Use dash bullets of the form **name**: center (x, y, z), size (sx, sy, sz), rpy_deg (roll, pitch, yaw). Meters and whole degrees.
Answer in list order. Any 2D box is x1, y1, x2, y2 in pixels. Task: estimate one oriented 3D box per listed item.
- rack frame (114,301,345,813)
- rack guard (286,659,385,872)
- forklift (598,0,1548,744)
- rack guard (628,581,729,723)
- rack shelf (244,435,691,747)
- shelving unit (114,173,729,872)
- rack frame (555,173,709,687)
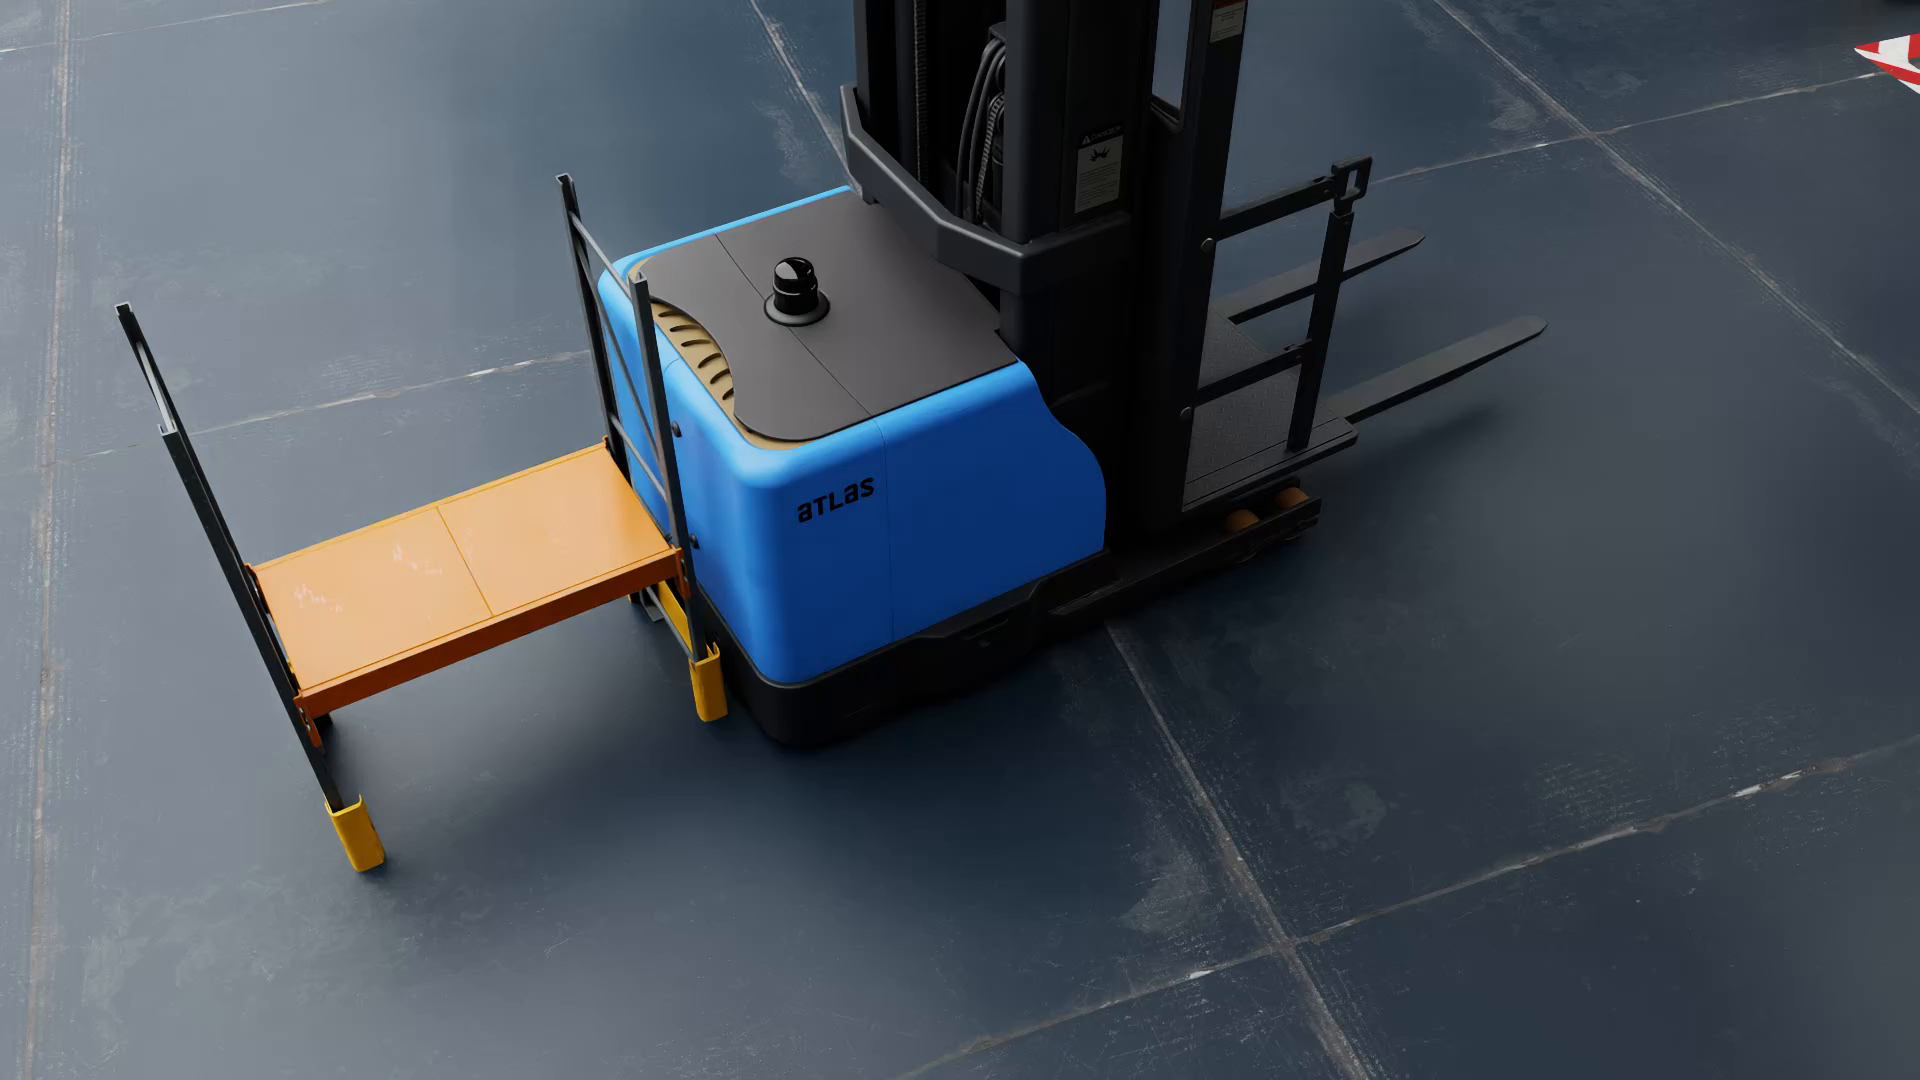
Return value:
- **rack frame**: center (-1.716, 0.163, 4.029), size (0.032, 1.500, 0.500), rpy_deg (-22, 49, -21)
- **rack guard**: center (-1.699, 0.597, 4.479), size (0.087, 0.250, 0.587), rpy_deg (-22, 49, -21)
- **forklift**: center (0.537, -1.263, 4.439), size (3.031, 2.935, 1.130), rpy_deg (-23, 49, -21)
- **rack guard**: center (-0.838, 0.242, 4.832), size (0.087, 0.250, 0.587), rpy_deg (-22, 49, -21)
- **rack shelf**: center (-1.276, 0.108, 4.337), size (1.000, 0.185, 0.538), rpy_deg (-22, 49, -21)
- **shelving unit**: center (-1.268, -0.022, 4.213), size (1.083, 1.500, 0.587), rpy_deg (-22, 49, -21)
- **rack frame**: center (-0.837, -0.200, 4.390), size (0.032, 1.500, 0.500), rpy_deg (-22, 49, -21)
